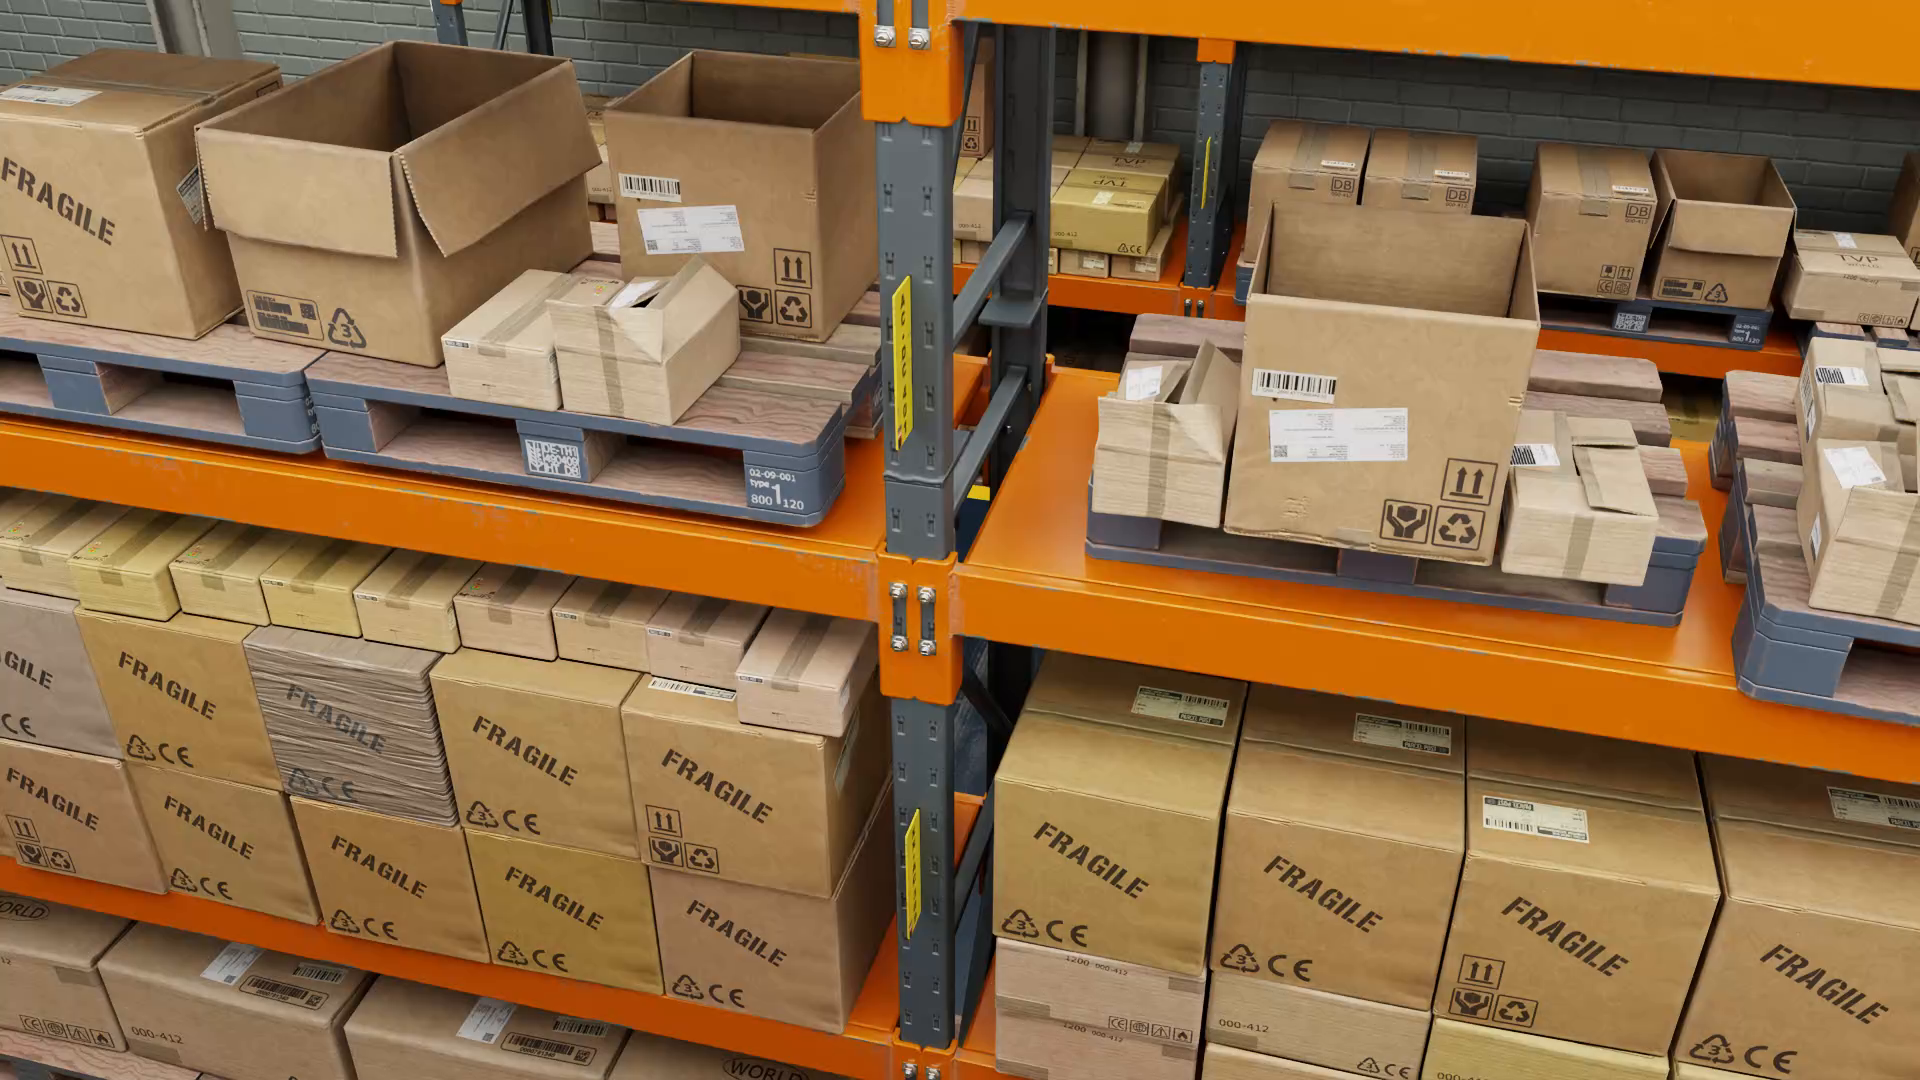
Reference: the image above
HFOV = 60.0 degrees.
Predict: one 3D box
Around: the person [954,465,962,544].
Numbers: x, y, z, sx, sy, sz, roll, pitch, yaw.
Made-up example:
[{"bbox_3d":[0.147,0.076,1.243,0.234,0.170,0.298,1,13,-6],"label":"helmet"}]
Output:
[{"bbox_3d":[-0.317,-0.101,7.792,0.623,1.264,0.793,8,33,12],"label":"person"}]
